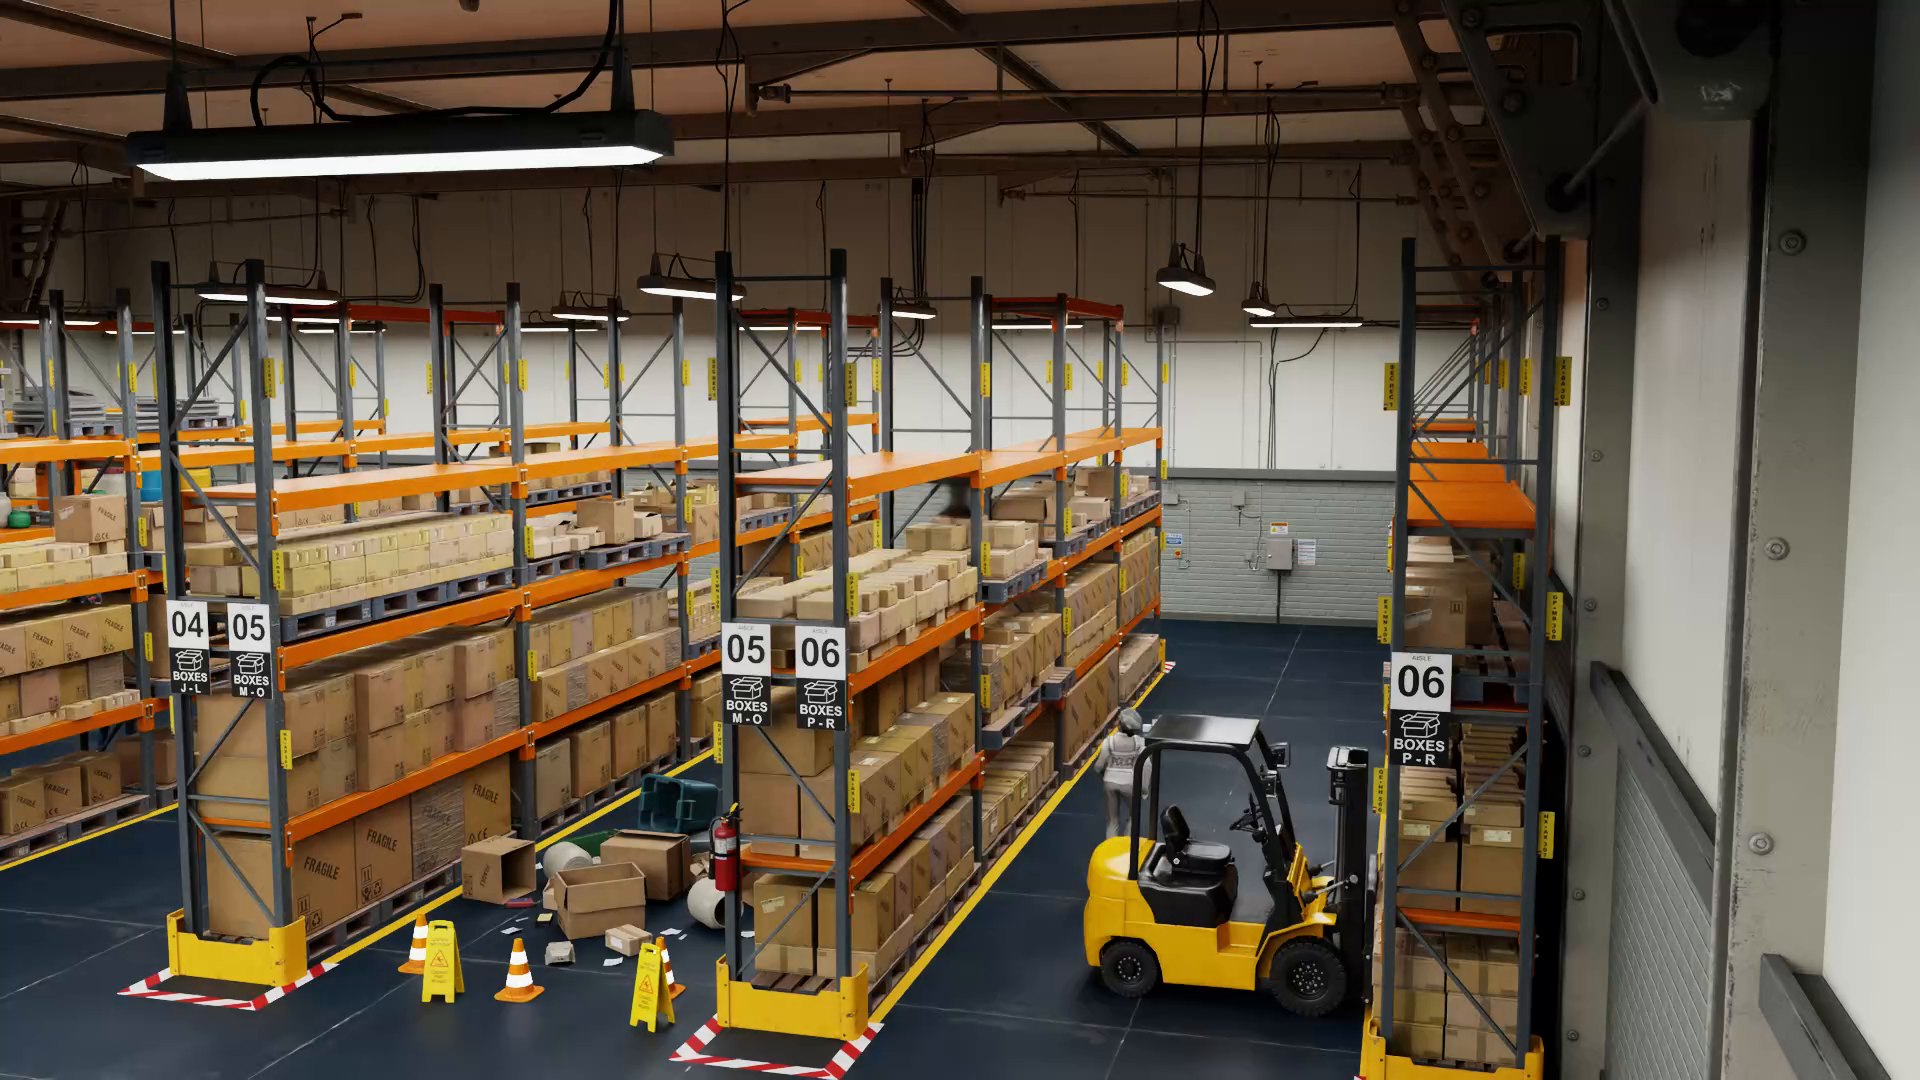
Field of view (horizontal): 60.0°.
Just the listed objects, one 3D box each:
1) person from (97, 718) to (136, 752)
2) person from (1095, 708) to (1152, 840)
[{"bbox_3d":[-11.069,2.091,21.786,0.582,1.605,0.530,-5,8,-41],"label":"person"},{"bbox_3d":[1.650,2.556,17.140,0.655,1.708,0.612,2,6,19],"label":"person"}]
